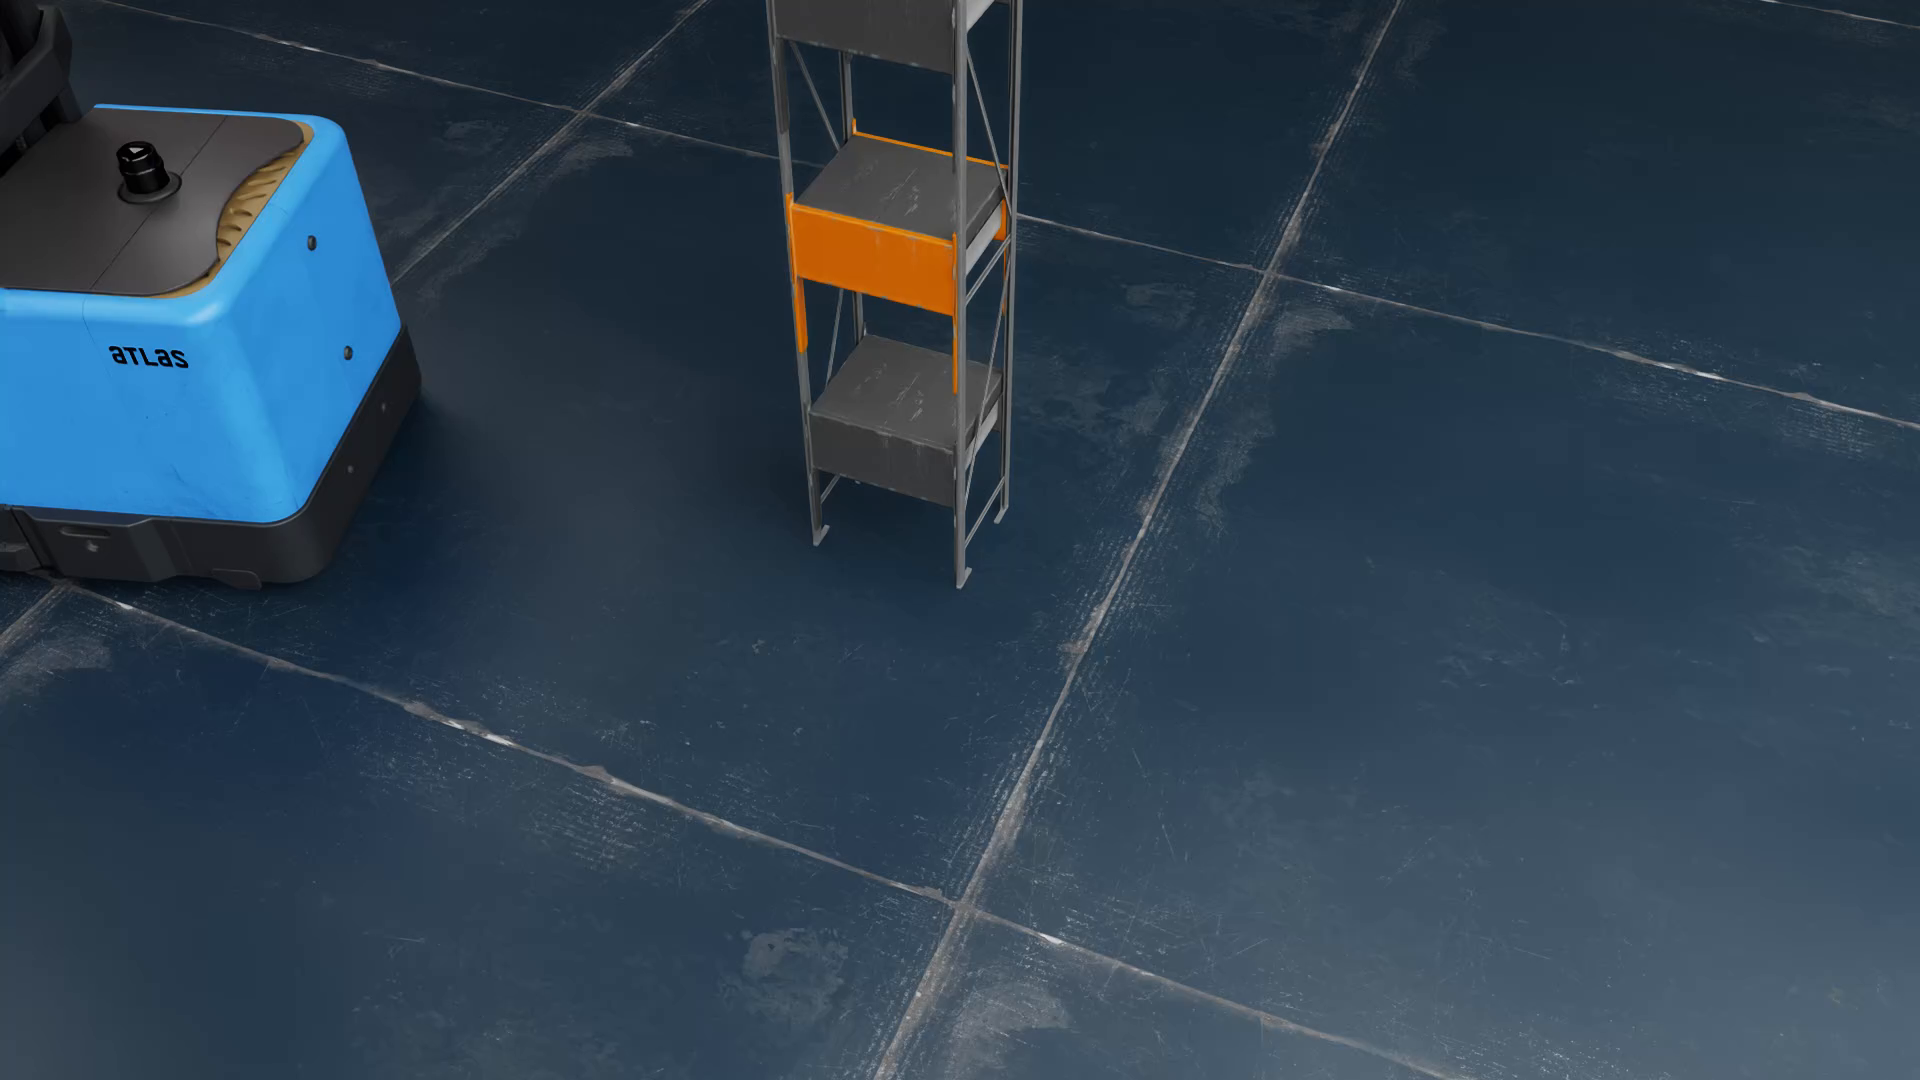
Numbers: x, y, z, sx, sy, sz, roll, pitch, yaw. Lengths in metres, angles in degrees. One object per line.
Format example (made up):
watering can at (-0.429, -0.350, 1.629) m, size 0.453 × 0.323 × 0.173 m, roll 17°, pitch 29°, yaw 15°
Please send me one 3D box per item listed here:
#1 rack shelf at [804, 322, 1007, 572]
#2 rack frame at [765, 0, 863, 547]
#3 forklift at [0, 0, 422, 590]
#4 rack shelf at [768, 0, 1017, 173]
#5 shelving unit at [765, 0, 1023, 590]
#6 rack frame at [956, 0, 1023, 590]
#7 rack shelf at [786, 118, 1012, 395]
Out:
rack shelf at (-0.153, -0.283, 5.058) m, size 0.480 × 0.518 × 0.431 m, roll 16°, pitch 47°, yaw 16°
rack frame at (-0.378, -0.856, 4.621) m, size 0.015 × 2.100 × 0.400 m, roll 16°, pitch 47°, yaw 16°
forklift at (-3.390, -1.325, 4.504) m, size 3.031 × 2.935 × 1.130 m, roll 4°, pitch 45°, yaw 4°
rack shelf at (-0.153, -1.276, 4.070) m, size 0.480 × 0.518 × 0.431 m, roll 16°, pitch 47°, yaw 16°
shelving unit at (-0.153, -0.789, 4.555) m, size 0.503 × 2.100 × 0.431 m, roll 16°, pitch 47°, yaw 16°
rack frame at (0.072, -0.723, 4.488) m, size 0.015 × 2.100 × 0.400 m, roll 16°, pitch 47°, yaw 16°
rack shelf at (-0.153, -0.780, 4.564) m, size 0.480 × 0.518 × 0.431 m, roll 16°, pitch 47°, yaw 16°
